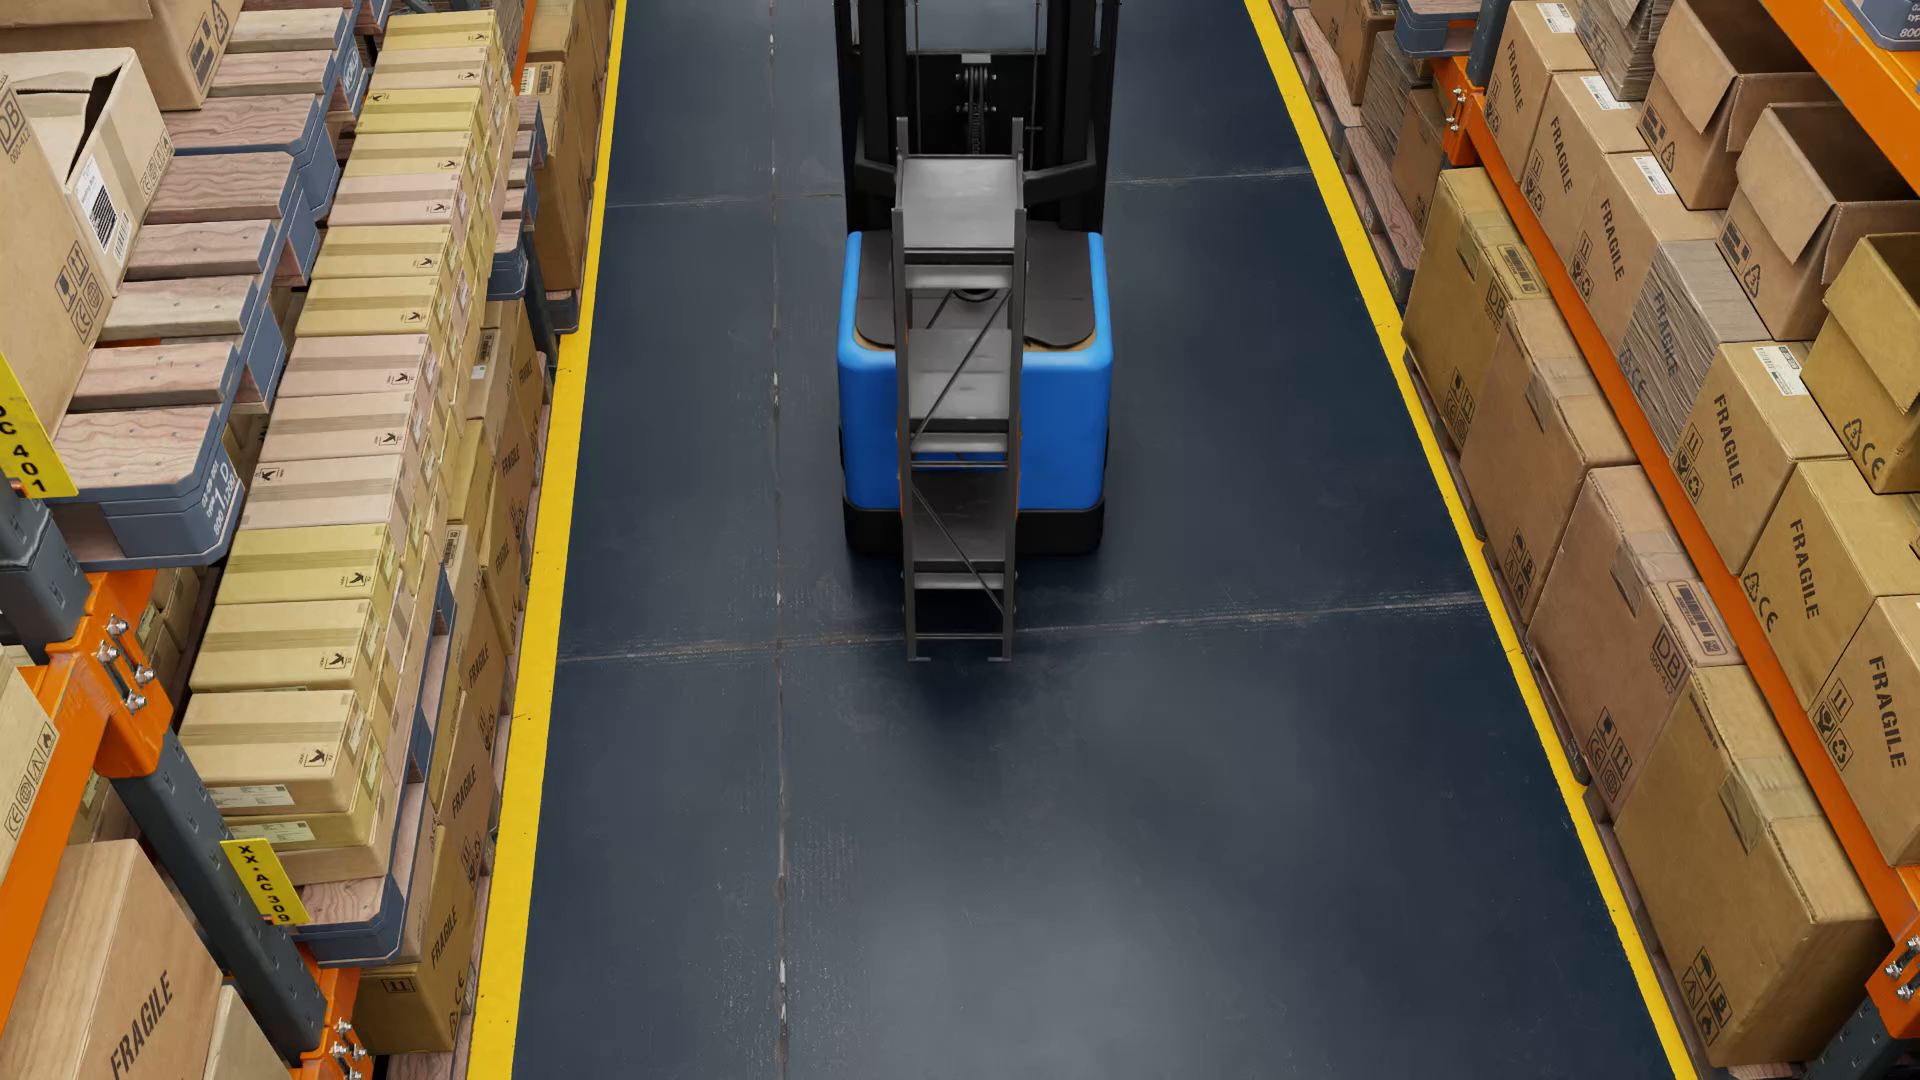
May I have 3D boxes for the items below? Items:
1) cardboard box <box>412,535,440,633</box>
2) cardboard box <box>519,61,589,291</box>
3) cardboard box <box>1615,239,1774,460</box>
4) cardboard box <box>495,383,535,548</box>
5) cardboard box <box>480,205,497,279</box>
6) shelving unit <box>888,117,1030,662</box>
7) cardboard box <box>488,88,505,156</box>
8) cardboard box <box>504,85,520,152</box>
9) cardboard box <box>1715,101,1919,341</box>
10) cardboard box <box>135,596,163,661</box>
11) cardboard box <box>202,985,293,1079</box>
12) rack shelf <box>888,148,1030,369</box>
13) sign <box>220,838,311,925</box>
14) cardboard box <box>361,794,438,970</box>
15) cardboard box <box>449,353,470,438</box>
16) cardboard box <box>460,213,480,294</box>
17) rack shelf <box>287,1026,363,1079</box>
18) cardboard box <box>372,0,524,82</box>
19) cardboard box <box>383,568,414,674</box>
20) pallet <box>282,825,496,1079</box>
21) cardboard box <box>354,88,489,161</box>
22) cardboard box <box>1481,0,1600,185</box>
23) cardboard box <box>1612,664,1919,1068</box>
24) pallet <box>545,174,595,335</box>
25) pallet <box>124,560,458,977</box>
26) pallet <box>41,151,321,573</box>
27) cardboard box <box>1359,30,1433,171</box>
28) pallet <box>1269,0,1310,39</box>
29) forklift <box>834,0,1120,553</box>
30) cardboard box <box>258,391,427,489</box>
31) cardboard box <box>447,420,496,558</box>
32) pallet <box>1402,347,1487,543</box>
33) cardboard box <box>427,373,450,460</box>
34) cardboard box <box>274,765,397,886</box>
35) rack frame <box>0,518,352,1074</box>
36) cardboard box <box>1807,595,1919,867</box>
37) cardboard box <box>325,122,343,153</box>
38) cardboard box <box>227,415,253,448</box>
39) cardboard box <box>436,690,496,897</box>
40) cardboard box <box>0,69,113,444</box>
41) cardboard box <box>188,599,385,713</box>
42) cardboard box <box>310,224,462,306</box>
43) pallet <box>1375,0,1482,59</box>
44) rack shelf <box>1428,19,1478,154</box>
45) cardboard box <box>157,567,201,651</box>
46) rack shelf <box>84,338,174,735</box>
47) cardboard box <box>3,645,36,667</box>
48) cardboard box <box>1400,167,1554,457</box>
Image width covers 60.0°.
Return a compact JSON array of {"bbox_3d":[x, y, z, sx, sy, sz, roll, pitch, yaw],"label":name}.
[{"bbox_3d":[-1.657,0.131,4.580,0.380,0.149,0.250,-3,47,-3],"label":"cardboard box"},{"bbox_3d":[-2.313,-1.645,7.639,1.050,0.750,0.750,-4,47,-4],"label":"cardboard box"},{"bbox_3d":[2.501,-0.618,5.337,0.500,0.500,0.500,-3,47,-3],"label":"cardboard box"},{"bbox_3d":[-1.996,-0.277,6.516,0.500,0.500,0.500,-2,47,-2],"label":"cardboard box"},{"bbox_3d":[-1.794,-1.011,5.662,0.380,0.149,0.250,-4,47,-4],"label":"cardboard box"},{"bbox_3d":[-0.002,-0.433,5.850,0.431,2.100,0.503,0,47,0],"label":"shelving unit"},{"bbox_3d":[-1.832,-1.466,5.888,0.380,0.149,0.250,-2,47,-2],"label":"cardboard box"},{"bbox_3d":[-1.852,-1.558,6.179,0.380,0.149,0.250,-3,47,-3],"label":"cardboard box"},{"bbox_3d":[2.759,-0.950,4.960,0.797,0.503,0.637,-2,47,-2],"label":"cardboard box"},{"bbox_3d":[-2.288,0.259,4.254,0.380,0.149,0.250,-2,47,-2],"label":"cardboard box"},{"bbox_3d":[-1.694,1.262,3.352,0.500,0.500,0.500,-3,47,-3],"label":"cardboard box"},{"bbox_3d":[-0.002,-0.905,5.352,0.431,0.518,0.480,0,47,0],"label":"rack shelf"},{"bbox_3d":[-1.476,0.729,3.534,0.100,0.325,0.005,-3,47,-3],"label":"sign"},{"bbox_3d":[-1.815,0.972,4.816,0.500,0.250,0.500,-5,47,-5],"label":"cardboard box"},{"bbox_3d":[-1.724,-0.432,5.114,0.380,0.149,0.250,-5,47,-5],"label":"cardboard box"},{"bbox_3d":[-1.769,-0.915,5.366,0.380,0.149,0.250,-4,47,-4],"label":"cardboard box"},{"bbox_3d":[-1.849,2.760,2.702,1.077,0.370,4.000,-3,47,-3],"label":"rack shelf"},{"bbox_3d":[-2.120,-2.204,6.839,0.500,0.500,0.500,-3,47,-3],"label":"cardboard box"},{"bbox_3d":[-1.637,0.218,4.293,0.380,0.149,0.250,-2,47,-2],"label":"cardboard box"},{"bbox_3d":[-2.083,1.461,5.357,1.003,0.211,1.213,-3,47,-3],"label":"pallet"},{"bbox_3d":[-1.813,-1.393,5.614,0.380,0.149,0.250,-2,47,-2],"label":"cardboard box"},{"bbox_3d":[2.369,-1.723,6.384,0.500,0.500,0.500,-2,47,-2],"label":"cardboard box"},{"bbox_3d":[2.861,0.962,5.084,1.225,0.875,0.875,-3,47,-3],"label":"cardboard box"},{"bbox_3d":[-2.342,-1.445,8.109,1.003,0.211,1.213,-3,47,-3],"label":"pallet"},{"bbox_3d":[-1.936,0.570,4.413,1.003,0.211,1.213,-3,47,-3],"label":"pallet"},{"bbox_3d":[-1.962,-0.354,3.220,1.213,0.211,1.003,-3,47,-3],"label":"pallet"},{"bbox_3d":[2.464,-2.233,8.354,0.700,0.500,0.500,-7,47,-7],"label":"cardboard box"},{"bbox_3d":[2.331,-3.429,9.988,1.003,0.211,1.213,-3,47,-3],"label":"pallet"},{"bbox_3d":[0.064,-2.006,6.768,1.130,2.935,3.031,0,47,0],"label":"forklift"},{"bbox_3d":[-1.680,-0.263,4.544,0.380,0.149,0.250,-4,47,-4],"label":"cardboard box"},{"bbox_3d":[-1.953,-0.159,5.887,0.500,0.250,0.500,-2,47,-2],"label":"cardboard box"},{"bbox_3d":[2.591,-0.523,7.236,1.003,0.211,1.213,-3,47,-3],"label":"pallet"},{"bbox_3d":[-1.706,-0.357,4.837,0.380,0.149,0.250,-4,47,-4],"label":"cardboard box"},{"bbox_3d":[-1.591,0.695,4.047,0.380,0.149,0.250,-6,47,-5],"label":"cardboard box"},{"bbox_3d":[-2.016,1.066,3.811,1.000,3.000,0.127,-3,47,-3],"label":"rack frame"},{"bbox_3d":[2.623,0.481,4.296,0.500,0.500,0.500,-3,47,-3],"label":"cardboard box"},{"bbox_3d":[-2.515,-1.551,6.173,0.380,0.149,0.250,-4,47,-4],"label":"cardboard box"},{"bbox_3d":[-2.382,-0.403,5.086,0.380,0.149,0.250,-5,47,-5],"label":"cardboard box"},{"bbox_3d":[-1.860,0.847,5.451,0.500,0.500,0.500,-2,47,-1],"label":"cardboard box"},{"bbox_3d":[-1.939,-0.426,2.800,0.700,0.500,0.500,-3,47,-3],"label":"cardboard box"},{"bbox_3d":[-1.621,0.289,4.021,0.380,0.149,0.250,-2,47,-2],"label":"cardboard box"},{"bbox_3d":[-1.747,-0.829,5.079,0.380,0.149,0.250,-1,47,-1],"label":"cardboard box"},{"bbox_3d":[2.434,-2.500,7.320,1.213,0.211,1.003,-3,47,-3],"label":"pallet"},{"bbox_3d":[2.432,-3.257,8.400,1.077,0.370,4.000,-3,47,-3],"label":"rack shelf"},{"bbox_3d":[-2.309,0.182,4.532,0.380,0.149,0.250,-6,47,-5],"label":"cardboard box"},{"bbox_3d":[-2.184,-1.166,4.354,1.077,0.370,4.000,-3,47,-3],"label":"rack shelf"},{"bbox_3d":[-2.268,0.330,3.982,0.380,0.149,0.250,-5,47,-4],"label":"cardboard box"},{"bbox_3d":[2.637,-0.970,6.913,1.225,0.875,0.875,-5,47,-5],"label":"cardboard box"}]
